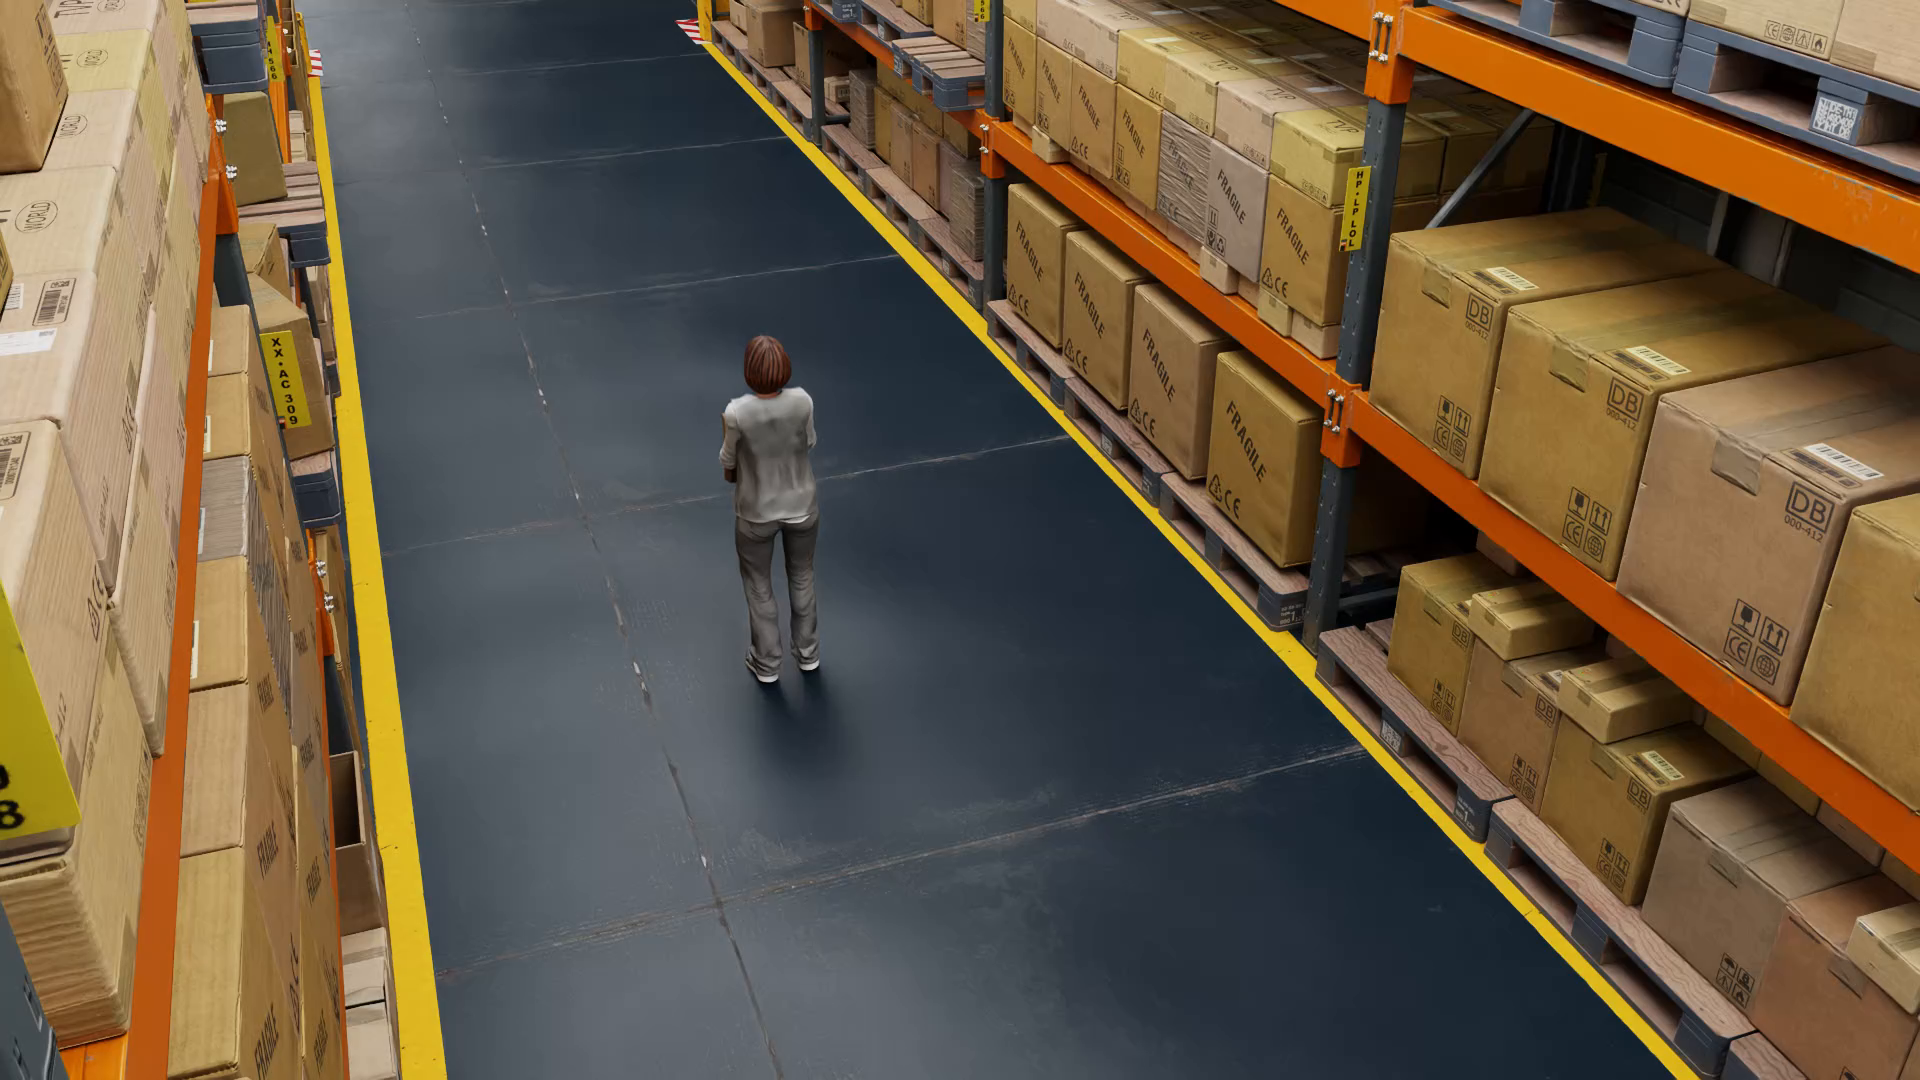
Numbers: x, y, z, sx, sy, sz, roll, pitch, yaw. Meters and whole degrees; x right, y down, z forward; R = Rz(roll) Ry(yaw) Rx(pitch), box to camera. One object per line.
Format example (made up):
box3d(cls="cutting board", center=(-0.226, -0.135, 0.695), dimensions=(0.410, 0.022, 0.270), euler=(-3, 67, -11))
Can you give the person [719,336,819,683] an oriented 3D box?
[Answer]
box3d(cls="person", center=(-0.787, -0.160, 6.921), dimensions=(0.405, 1.590, 0.500), euler=(-10, 32, -17))
